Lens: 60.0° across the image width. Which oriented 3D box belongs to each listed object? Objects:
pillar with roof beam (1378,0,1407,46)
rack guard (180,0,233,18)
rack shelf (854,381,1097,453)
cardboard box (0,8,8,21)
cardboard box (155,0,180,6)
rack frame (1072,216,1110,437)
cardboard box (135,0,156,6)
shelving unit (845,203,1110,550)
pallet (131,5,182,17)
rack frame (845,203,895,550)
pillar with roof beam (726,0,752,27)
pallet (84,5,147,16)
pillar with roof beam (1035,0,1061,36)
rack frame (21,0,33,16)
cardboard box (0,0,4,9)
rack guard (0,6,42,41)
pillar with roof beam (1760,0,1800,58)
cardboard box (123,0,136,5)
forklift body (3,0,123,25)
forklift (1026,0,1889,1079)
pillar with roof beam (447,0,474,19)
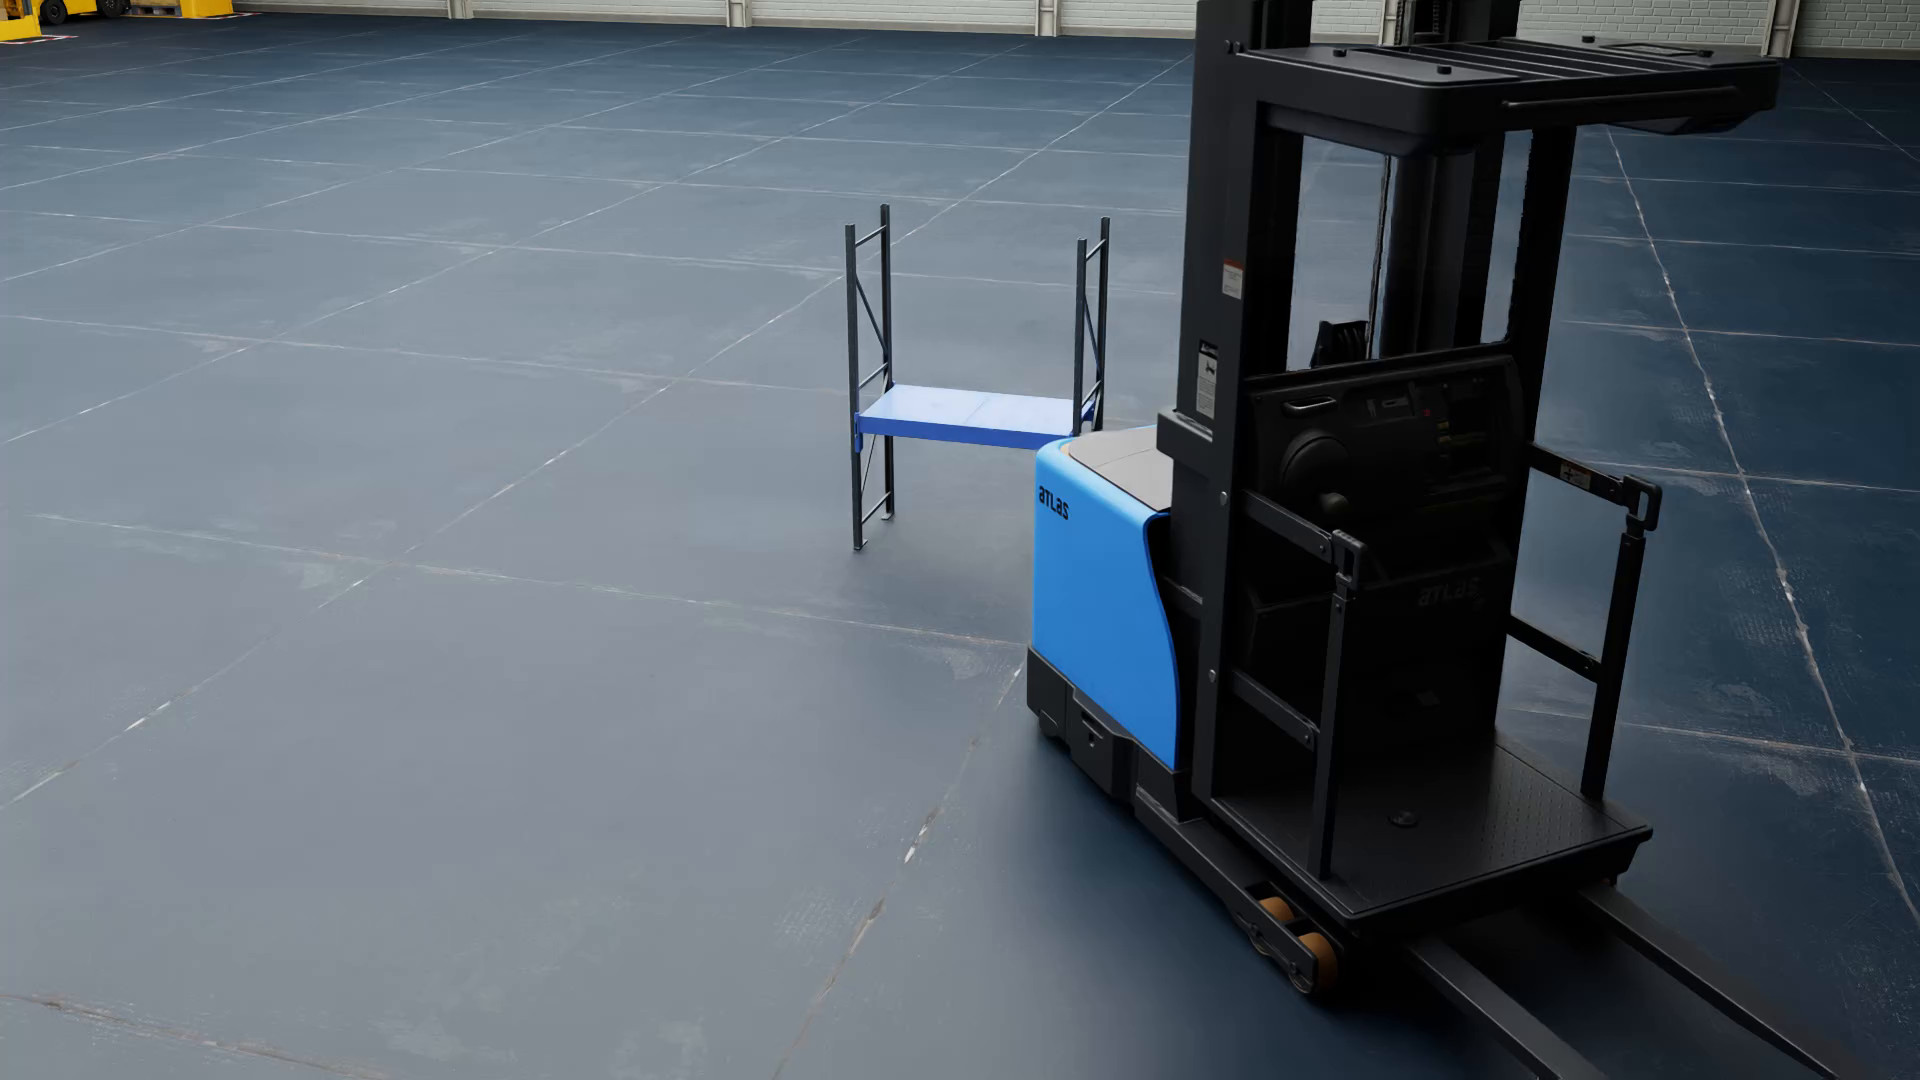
[{"bbox_3d":[6.076,-11.006,22.743,0.400,9.000,9.100,7,23,16],"label":"pillar with roof beam"},{"bbox_3d":[-15.228,-10.862,33.592,0.348,0.500,1.175,7,23,16],"label":"rack guard"},{"bbox_3d":[0.082,-0.518,7.531,1.000,0.185,0.538,7,23,16],"label":"rack shelf"},{"bbox_3d":[-17.374,-9.329,29.629,0.500,0.250,0.500,6,23,15],"label":"cardboard box"},{"bbox_3d":[-15.792,-10.880,33.412,0.500,0.250,0.500,7,23,16],"label":"cardboard box"},{"bbox_3d":[0.568,-0.629,7.327,0.032,1.500,0.500,7,23,16],"label":"rack frame"},{"bbox_3d":[-16.266,-10.938,33.554,0.500,0.250,0.500,7,23,15],"label":"cardboard box"},{"bbox_3d":[0.082,-0.685,7.463,1.048,1.500,0.538,7,23,16],"label":"shelving unit"},{"bbox_3d":[-15.995,-10.800,33.821,1.213,0.211,1.003,7,23,16],"label":"pallet"},{"bbox_3d":[-0.405,-0.740,7.598,0.032,1.500,0.500,7,23,16],"label":"rack frame"},{"bbox_3d":[-5.413,-12.321,25.950,0.400,9.000,9.100,7,23,16],"label":"pillar with roof beam"},{"bbox_3d":[-17.160,-10.934,34.149,1.213,0.211,1.003,7,23,15],"label":"pallet"},{"bbox_3d":[0.332,-11.663,24.347,0.400,9.000,9.100,7,23,16],"label":"pillar with roof beam"},{"bbox_3d":[-16.681,-10.218,28.727,0.127,3.000,1.000,7,23,16],"label":"rack frame"},{"bbox_3d":[-17.397,-9.678,29.493,0.500,0.500,0.500,6,23,14],"label":"cardboard box"},{"bbox_3d":[-16.754,-9.069,29.221,0.348,0.500,1.175,7,23,16],"label":"rack guard"},{"bbox_3d":[11.820,-10.348,21.140,0.400,9.000,9.100,7,23,16],"label":"pillar with roof beam"},{"bbox_3d":[-16.742,-10.996,33.695,0.500,0.250,0.500,7,23,16],"label":"cardboard box"},{"bbox_3d":[-17.594,-11.174,32.176,1.214,2.155,2.313,7,23,16],"label":"forklift body"},{"bbox_3d":[1.322,-0.272,4.571,1.130,2.935,3.031,-10,24,-23],"label":"forklift"},{"bbox_3d":[-11.157,-12.979,27.554,0.400,9.000,9.100,7,23,16],"label":"pillar with roof beam"}]
